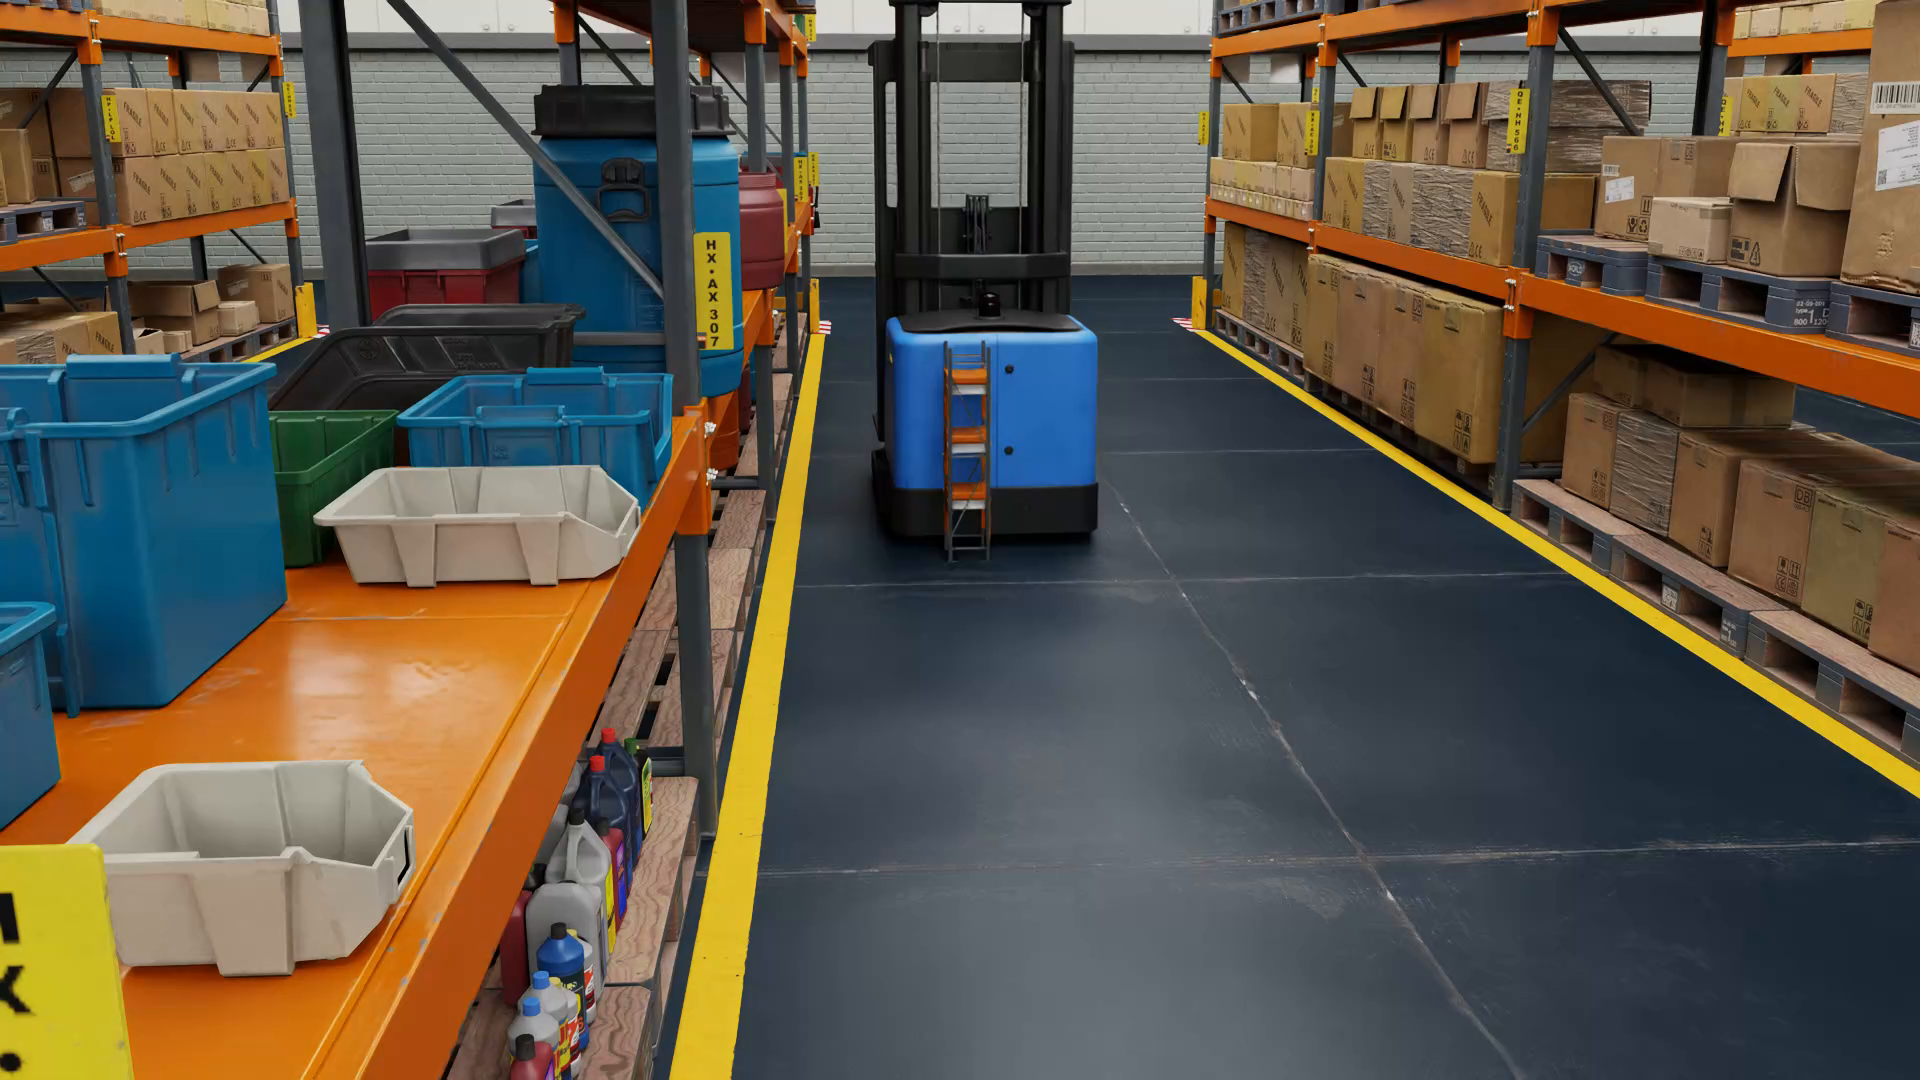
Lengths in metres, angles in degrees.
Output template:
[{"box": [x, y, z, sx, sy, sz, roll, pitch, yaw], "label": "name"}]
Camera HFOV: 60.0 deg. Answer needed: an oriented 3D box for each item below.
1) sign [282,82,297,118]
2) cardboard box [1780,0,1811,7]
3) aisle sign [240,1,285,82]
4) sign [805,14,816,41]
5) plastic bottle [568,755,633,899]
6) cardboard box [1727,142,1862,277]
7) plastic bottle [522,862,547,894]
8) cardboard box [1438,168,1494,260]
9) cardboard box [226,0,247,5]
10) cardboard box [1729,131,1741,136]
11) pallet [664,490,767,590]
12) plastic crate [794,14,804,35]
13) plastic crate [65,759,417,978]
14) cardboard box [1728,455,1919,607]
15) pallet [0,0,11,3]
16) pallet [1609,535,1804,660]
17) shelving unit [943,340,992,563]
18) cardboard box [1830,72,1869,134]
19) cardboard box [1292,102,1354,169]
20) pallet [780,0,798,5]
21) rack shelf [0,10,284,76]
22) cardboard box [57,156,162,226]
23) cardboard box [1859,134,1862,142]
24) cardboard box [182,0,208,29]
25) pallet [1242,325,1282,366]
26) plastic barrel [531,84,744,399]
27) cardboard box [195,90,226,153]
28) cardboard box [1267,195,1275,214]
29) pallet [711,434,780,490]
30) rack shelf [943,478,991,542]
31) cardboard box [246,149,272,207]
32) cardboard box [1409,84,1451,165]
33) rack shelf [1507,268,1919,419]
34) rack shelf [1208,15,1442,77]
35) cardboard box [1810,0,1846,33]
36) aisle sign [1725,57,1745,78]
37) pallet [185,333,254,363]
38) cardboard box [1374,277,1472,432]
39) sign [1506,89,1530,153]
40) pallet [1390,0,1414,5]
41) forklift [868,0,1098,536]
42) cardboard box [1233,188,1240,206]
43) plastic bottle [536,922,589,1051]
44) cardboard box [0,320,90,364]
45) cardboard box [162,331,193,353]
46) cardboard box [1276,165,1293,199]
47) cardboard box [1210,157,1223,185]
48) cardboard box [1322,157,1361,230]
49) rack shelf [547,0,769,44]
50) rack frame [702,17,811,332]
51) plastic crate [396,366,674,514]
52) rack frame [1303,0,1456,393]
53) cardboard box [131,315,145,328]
[{"box": [-6.372, -4.182, 15.803, 0.100, 0.325, 0.005, -1, 14, -3], "label": "sign"}, {"box": [7.738, -4.922, 14.912, 0.500, 0.250, 0.500, -1, 14, -3], "label": "cardboard box"}, {"box": [-6.625, -4.745, 15.733, 0.394, 0.787, 0.004, -1, 14, -3], "label": "aisle sign"}, {"box": [-1.435, -4.955, 15.954, 0.100, 0.325, 0.005, -1, 14, -3], "label": "sign"}, {"box": [-0.900, 0.717, 4.152, 0.144, 0.351, 0.185, -2, 15, -6], "label": "plastic bottle"}, {"box": [3.505, -1.315, 6.569, 0.797, 0.503, 0.637, 1, 14, 2], "label": "cardboard box"}, {"box": [-0.980, 0.838, 3.817, 0.061, 0.283, 0.133, -1, 14, -3], "label": "plastic bottle"}, {"box": [3.154, -1.919, 9.763, 0.500, 0.500, 0.500, -1, 14, -4], "label": "cardboard box"}, {"box": [-6.609, -4.839, 14.591, 0.500, 0.250, 0.500, -1, 14, -3], "label": "cardboard box"}, {"box": [7.670, -3.745, 16.263, 0.500, 0.500, 0.500, 0, 14, -1], "label": "cardboard box"}, {"box": [-1.478, -0.007, 8.130, 1.003, 0.211, 1.213, -1, 14, -3], "label": "pallet"}, {"box": [-1.637, -4.649, 14.983, 0.450, 0.188, 0.336, -1, 14, -3], "label": "plastic crate"}, {"box": [-0.726, 0.339, 1.718, 0.298, 0.136, 0.250, -1, 14, -3], "label": "plastic crate"}, {"box": [3.642, -0.046, 6.819, 0.700, 0.500, 0.500, -2, 15, -8], "label": "cardboard box"}, {"box": [-6.641, -3.410, 10.119, 1.213, 0.211, 1.003, -1, 14, -3], "label": "pallet"}, {"box": [3.576, 0.220, 7.246, 1.003, 0.211, 1.213, -1, 14, -3], "label": "pallet"}, {"box": [0.034, -0.429, 8.088, 0.215, 1.050, 0.252, -1, 14, -5], "label": "shelving unit"}, {"box": [7.811, -3.719, 14.156, 0.500, 0.500, 0.500, -1, 14, -2], "label": "cardboard box"}, {"box": [2.913, -3.167, 13.013, 0.500, 0.500, 0.500, 0, 14, -2], "label": "cardboard box"}, {"box": [-1.515, -3.431, 10.202, 1.003, 0.211, 1.213, -1, 14, -3], "label": "pallet"}, {"box": [-6.803, -4.072, 13.755, 1.077, 0.370, 4.000, -1, 14, -3], "label": "rack shelf"}, {"box": [-6.439, -2.649, 12.603, 0.500, 0.500, 0.500, -1, 14, -2], "label": "cardboard box"}, {"box": [7.822, -3.111, 13.800, 0.500, 0.500, 0.500, -1, 14, -5], "label": "cardboard box"}, {"box": [-6.553, -4.348, 13.686, 0.500, 0.250, 0.500, -1, 14, -3], "label": "cardboard box"}, {"box": [3.161, -1.766, 14.966, 1.003, 0.211, 1.213, -1, 14, -3], "label": "pallet"}, {"box": [-0.961, -0.899, 4.996, 0.600, 0.901, 0.708, -1, 14, -3], "label": "plastic barrel"}, {"box": [-6.524, -3.509, 13.936, 0.500, 0.500, 0.500, 0, 14, -2], "label": "cardboard box"}, {"box": [2.799, -2.827, 13.998, 0.380, 0.149, 0.250, -1, 14, -2], "label": "cardboard box"}, {"box": [-1.577, -0.396, 9.640, 1.003, 0.211, 1.213, -1, 14, -3], "label": "pallet"}, {"box": [0.034, -0.150, 8.160, 0.215, 0.259, 0.240, -1, 14, -5], "label": "rack shelf"}, {"box": [-6.592, -3.277, 15.042, 0.500, 0.500, 0.500, -1, 14, -3], "label": "cardboard box"}, {"box": [3.342, -2.672, 10.679, 0.797, 0.503, 0.637, 0, 14, -2], "label": "cardboard box"}, {"box": [3.580, -0.781, 6.987, 1.077, 0.370, 4.000, -1, 14, -3], "label": "rack shelf"}, {"box": [3.085, -4.224, 14.346, 1.077, 0.370, 4.000, -1, 14, -3], "label": "rack shelf"}, {"box": [7.784, -4.545, 14.453, 0.500, 0.250, 0.500, -1, 14, -4], "label": "cardboard box"}, {"box": [7.614, -4.941, 16.492, 0.394, 0.787, 0.004, -1, 14, -3], "label": "aisle sign"}, {"box": [-6.799, -1.594, 14.300, 1.003, 0.211, 1.213, -1, 14, -3], "label": "pallet"}, {"box": [3.387, -1.195, 10.573, 1.225, 0.875, 0.875, -1, 14, -3], "label": "cardboard box"}, {"box": [2.903, -2.178, 8.650, 0.100, 0.325, 0.005, -1, 14, -3], "label": "sign"}, {"box": [3.291, -3.426, 10.180, 1.003, 0.211, 1.213, 0, 14, -1], "label": "pallet"}, {"box": [0.050, -1.753, 9.458, 1.130, 2.935, 3.031, -1, 14, -5], "label": "forklift"}, {"box": [2.719, -3.146, 15.239, 0.380, 0.149, 0.250, -1, 14, -5], "label": "cardboard box"}, {"box": [-0.833, 0.931, 3.481, 0.097, 0.271, 0.097, 0, 14, 0], "label": "plastic bottle"}, {"box": [-6.340, -1.231, 11.425, 0.500, 0.500, 0.500, -1, 14, -3], "label": "cardboard box"}, {"box": [-6.553, -1.634, 13.659, 0.380, 0.166, 0.250, -1, 14, -3], "label": "cardboard box"}, {"box": [2.885, -2.928, 13.590, 0.500, 0.250, 0.500, 0, 14, -2], "label": "cardboard box"}, {"box": [2.721, -3.565, 16.065, 0.500, 0.250, 0.500, -1, 14, -5], "label": "cardboard box"}, {"box": [2.988, -2.552, 12.225, 0.500, 0.500, 0.500, -1, 14, -3], "label": "cardboard box"}, {"box": [-1.363, -2.158, 6.316, 1.077, 0.370, 4.000, -1, 14, -3], "label": "rack shelf"}, {"box": [-1.983, -3.540, 16.266, 1.000, 3.000, 0.127, -1, 14, -3], "label": "rack frame"}, {"box": [-0.900, -0.213, 3.632, 0.499, 0.251, 0.616, -1, 14, -3], "label": "plastic crate"}, {"box": [3.209, -2.622, 12.697, 1.000, 3.000, 0.127, -1, 14, -3], "label": "rack frame"}, {"box": [-7.044, -1.705, 13.645, 0.500, 0.311, 0.500, -1, 14, -3], "label": "cardboard box"}]
